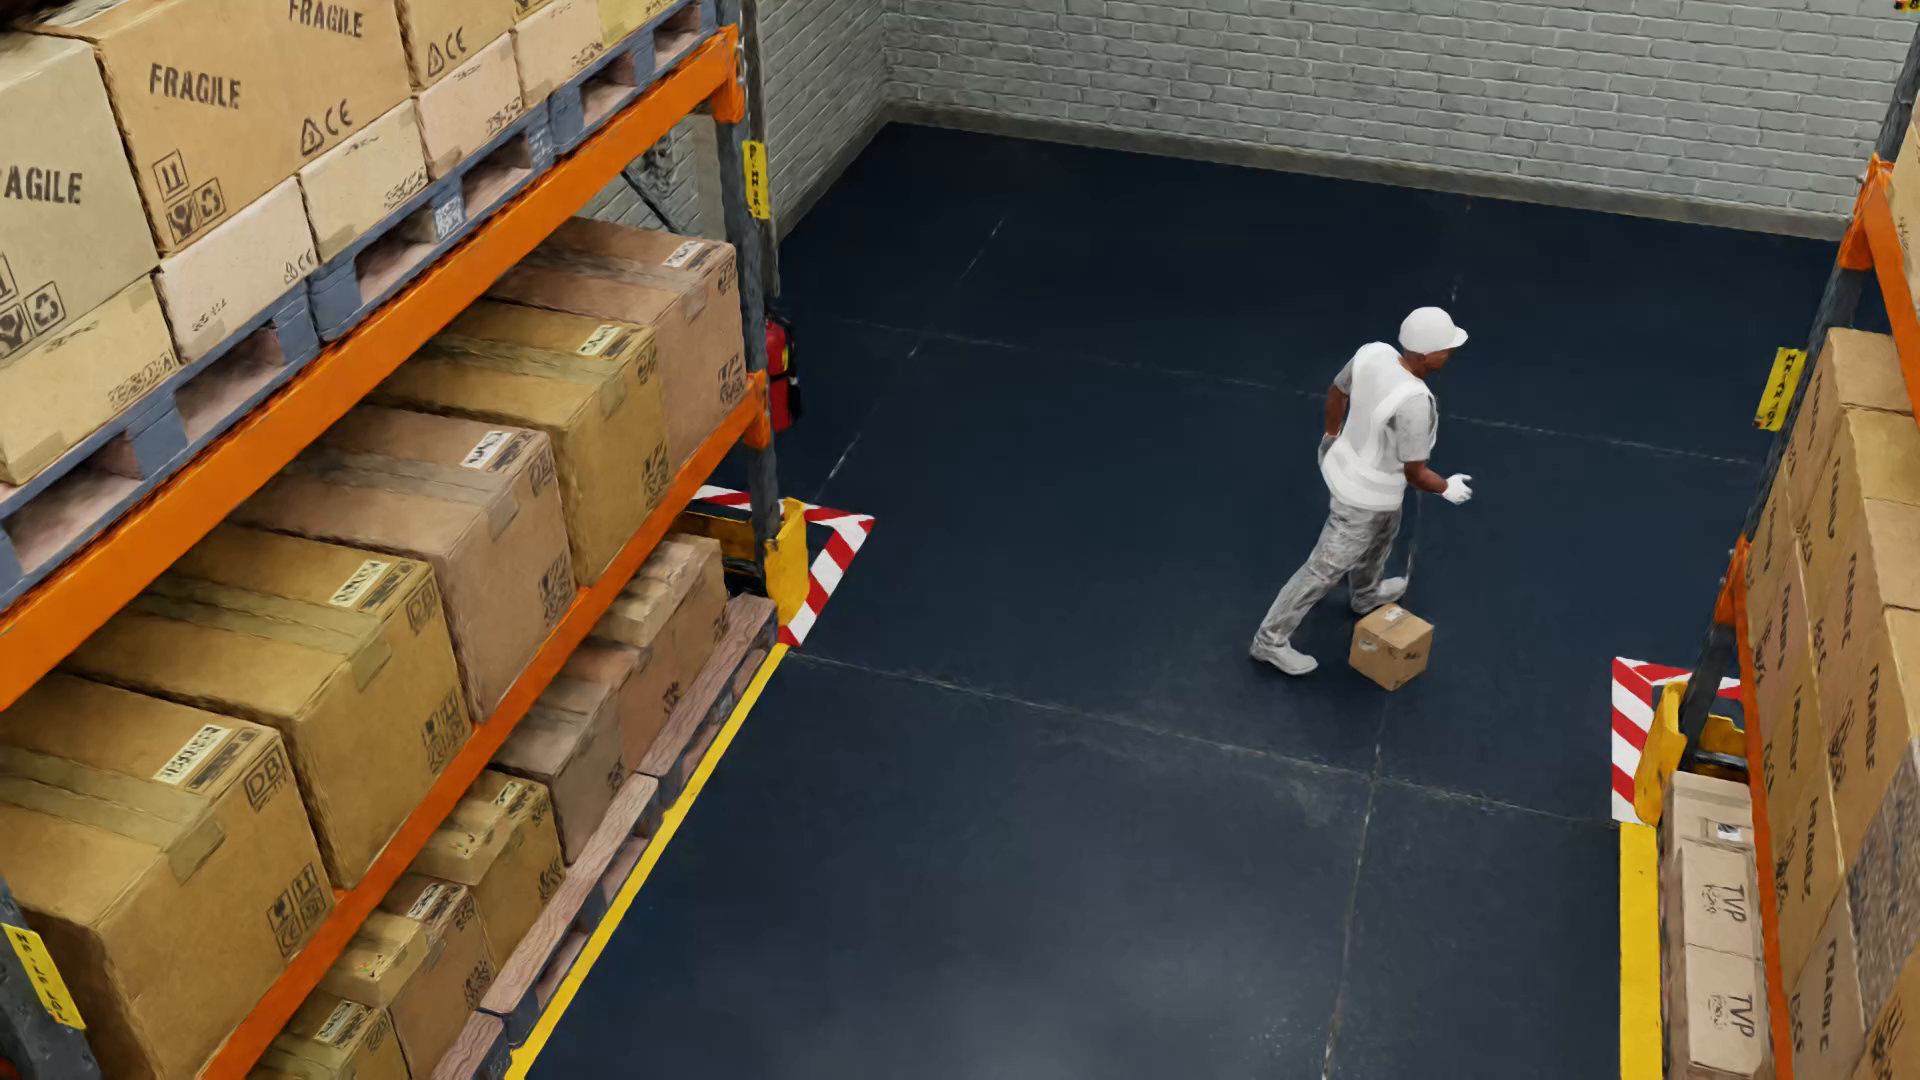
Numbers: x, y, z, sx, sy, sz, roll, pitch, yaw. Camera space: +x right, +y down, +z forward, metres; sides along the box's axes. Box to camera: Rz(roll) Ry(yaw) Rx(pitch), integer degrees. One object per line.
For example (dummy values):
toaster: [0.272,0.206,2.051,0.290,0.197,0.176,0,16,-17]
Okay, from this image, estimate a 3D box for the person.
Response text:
person: [1.749,-0.237,7.225,0.868,1.722,0.680,-2,37,-2]
